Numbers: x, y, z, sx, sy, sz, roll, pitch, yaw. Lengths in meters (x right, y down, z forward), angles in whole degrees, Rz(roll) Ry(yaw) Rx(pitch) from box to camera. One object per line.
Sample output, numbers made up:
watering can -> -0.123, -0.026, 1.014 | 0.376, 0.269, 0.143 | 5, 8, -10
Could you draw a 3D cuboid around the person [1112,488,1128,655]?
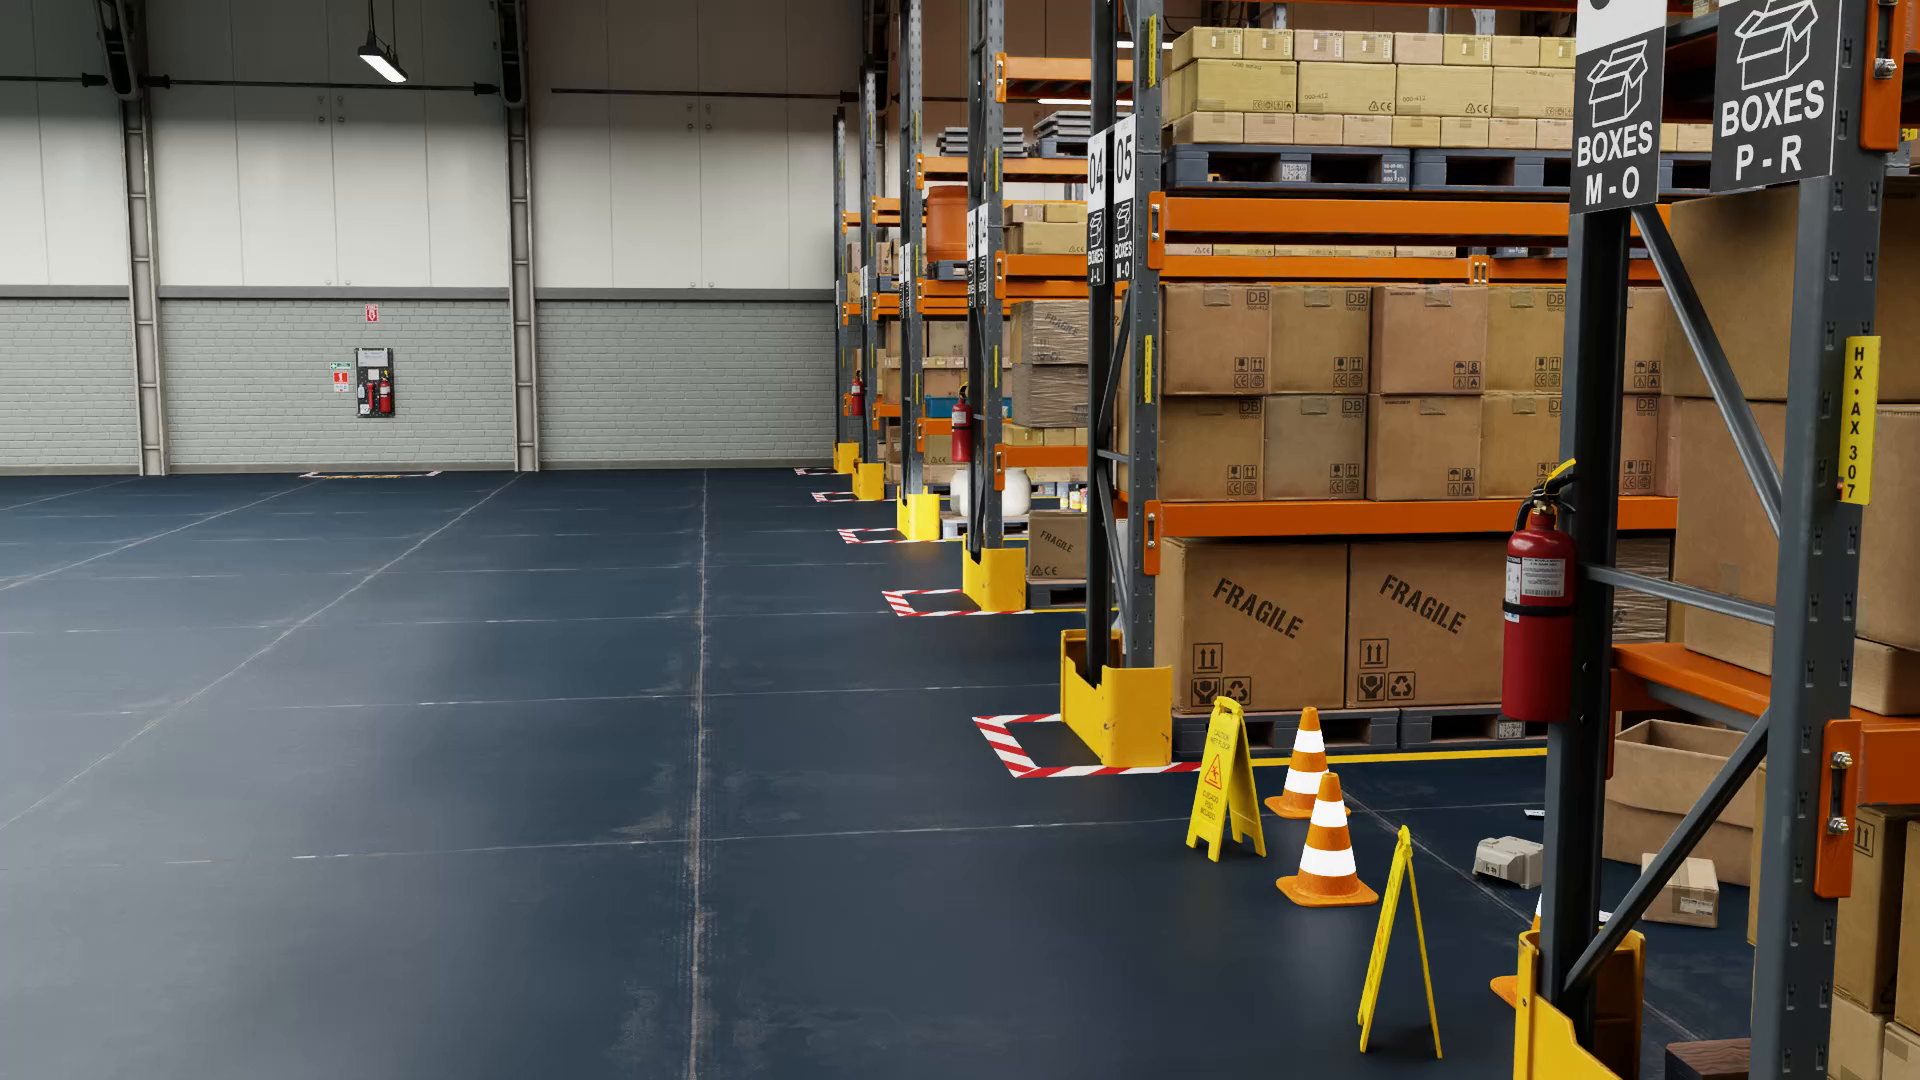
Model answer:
person -> 1.231, 0.038, 11.413 | 0.575, 1.469, 0.488 | -1, 7, -8
